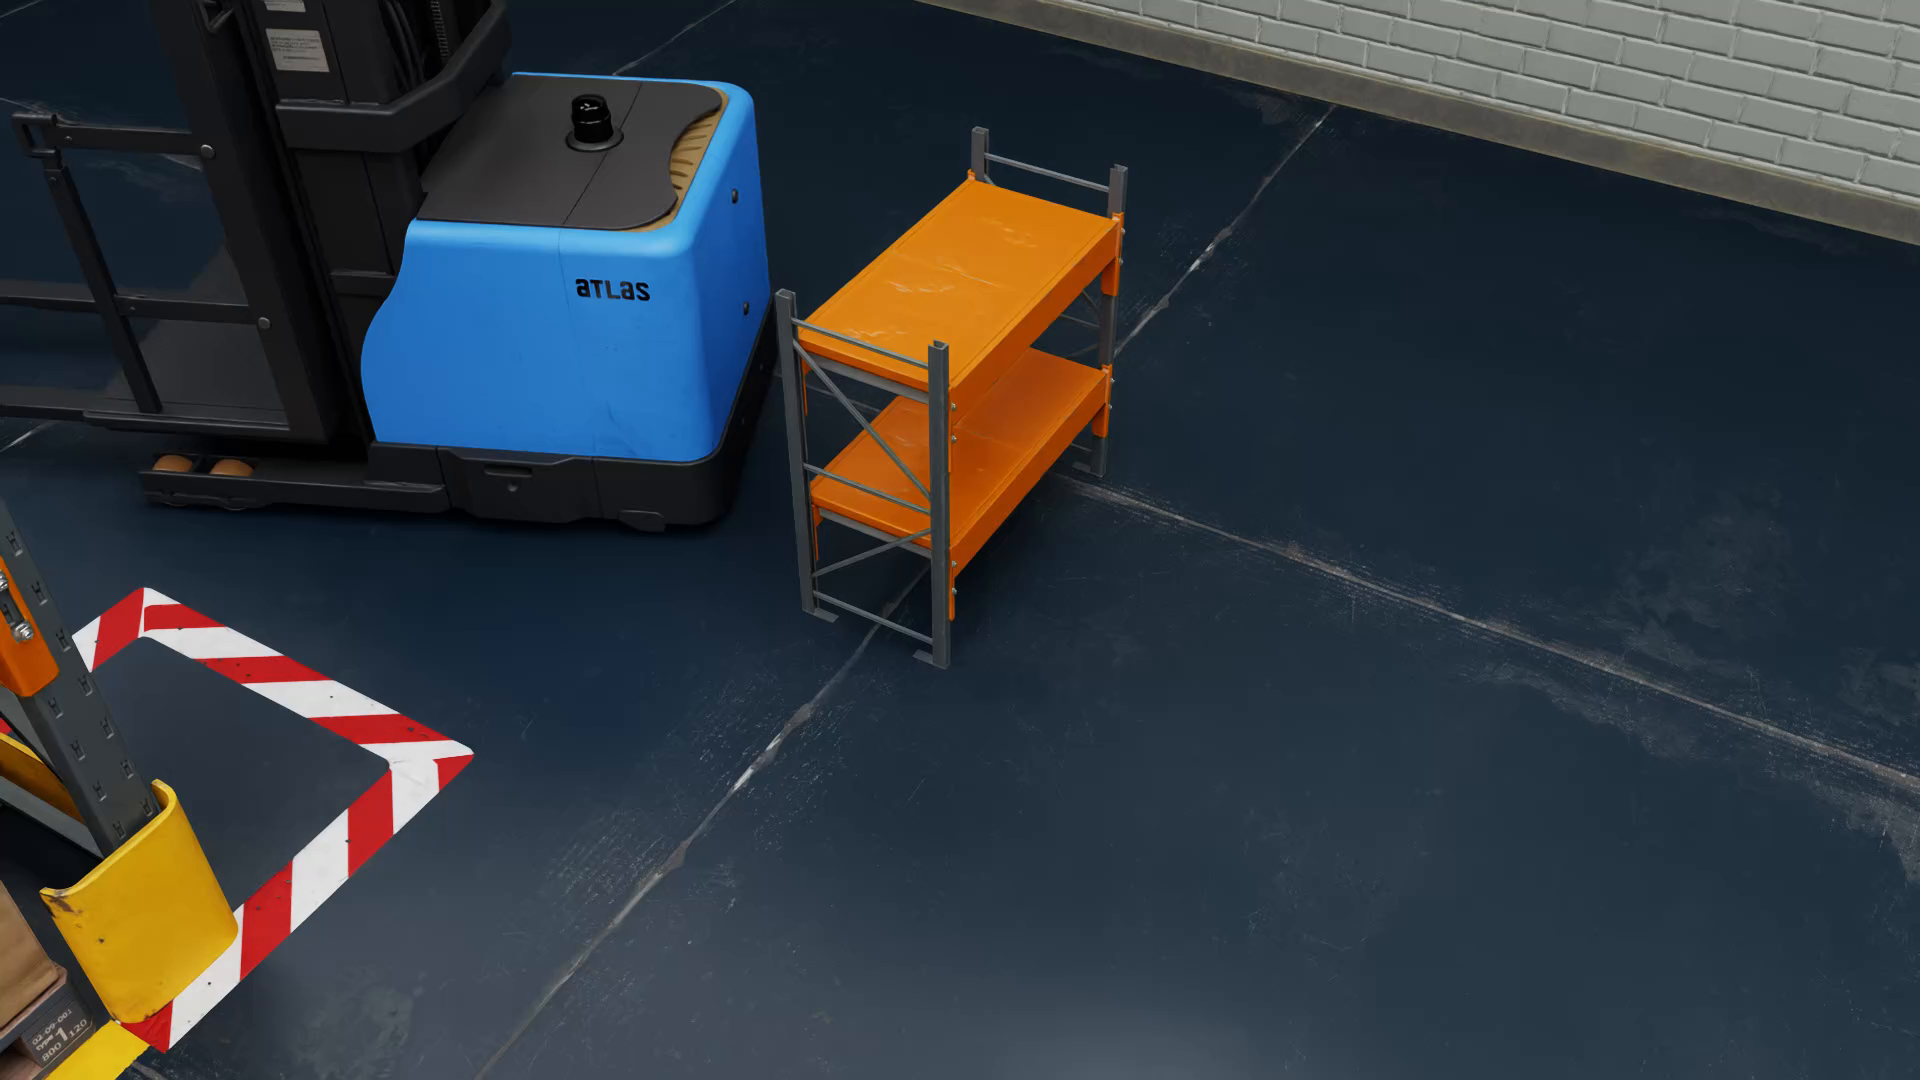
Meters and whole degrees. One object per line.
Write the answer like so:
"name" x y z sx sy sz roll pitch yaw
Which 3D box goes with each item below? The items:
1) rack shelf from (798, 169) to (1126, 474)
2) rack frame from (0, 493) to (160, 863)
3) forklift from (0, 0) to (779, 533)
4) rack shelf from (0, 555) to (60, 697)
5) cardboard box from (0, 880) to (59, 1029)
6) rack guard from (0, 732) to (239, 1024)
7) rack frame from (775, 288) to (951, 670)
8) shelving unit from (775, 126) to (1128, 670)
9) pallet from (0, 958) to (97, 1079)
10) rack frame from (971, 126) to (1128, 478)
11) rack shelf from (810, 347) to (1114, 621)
"rack shelf" 0.003 -0.646 4.689 0.538 0.278 1.000 21 45 22
"rack frame" -2.327 -0.297 3.317 1.000 3.000 0.127 21 45 22
"forklift" -2.192 -1.537 4.778 3.031 2.935 1.130 4 42 5
"rack shelf" -3.327 1.118 2.256 1.077 0.370 4.000 21 45 22
"cardboard box" -2.385 0.869 3.552 0.500 0.500 0.500 21 45 22
"rack guard" -2.365 0.685 4.094 1.175 0.500 0.348 21 45 22
"rack frame" -0.251 -0.135 4.552 0.500 1.125 0.032 21 45 22
"shelving unit" 0.003 -0.426 4.883 0.538 1.125 1.048 21 45 22
"pallet" -2.763 1.250 3.671 1.003 0.211 1.213 21 45 22
"rack frame" 0.258 -0.717 5.213 0.500 1.125 0.032 21 45 22
"rack shelf" 0.003 -0.243 5.044 0.538 0.278 1.000 21 45 22
